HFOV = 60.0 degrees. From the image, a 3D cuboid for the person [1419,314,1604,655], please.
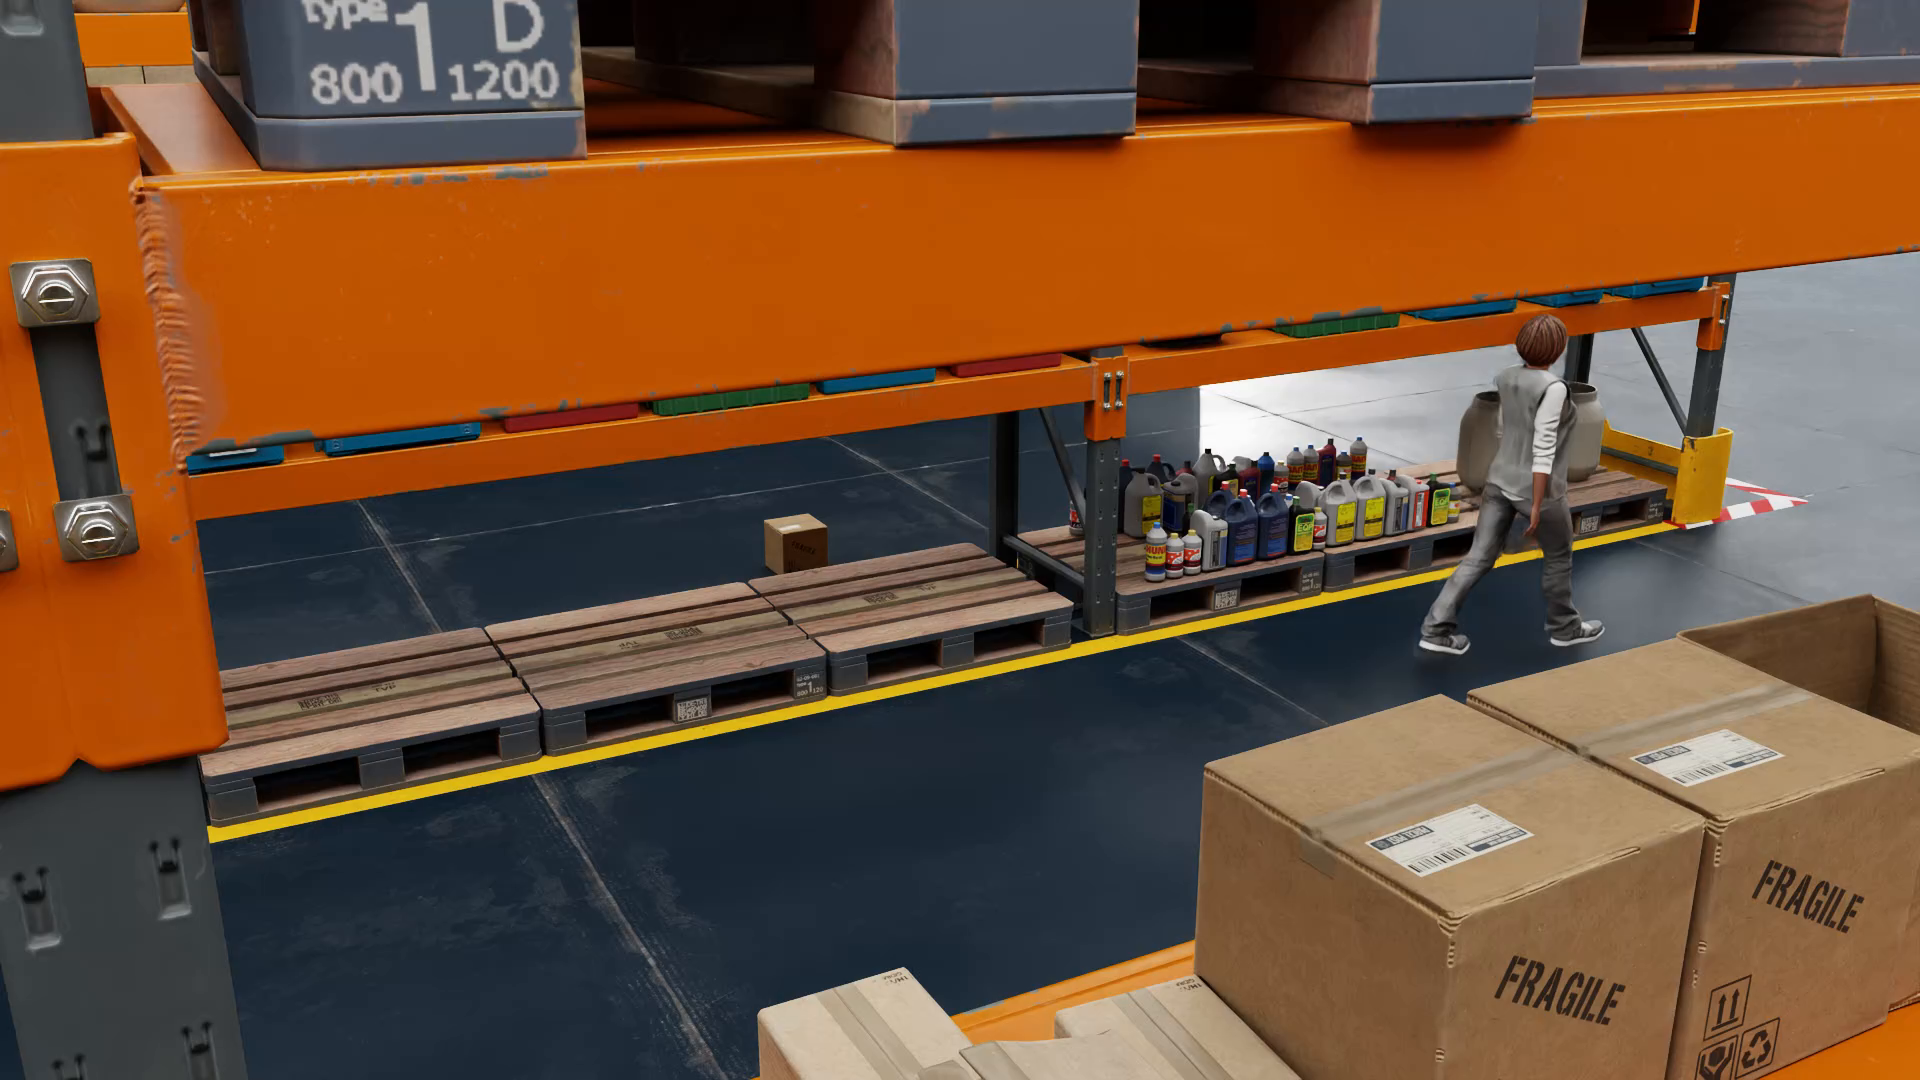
[{"bbox_3d":[2.475,-0.233,7.265,0.976,1.537,0.442,-9,21,-25],"label":"person"}]
